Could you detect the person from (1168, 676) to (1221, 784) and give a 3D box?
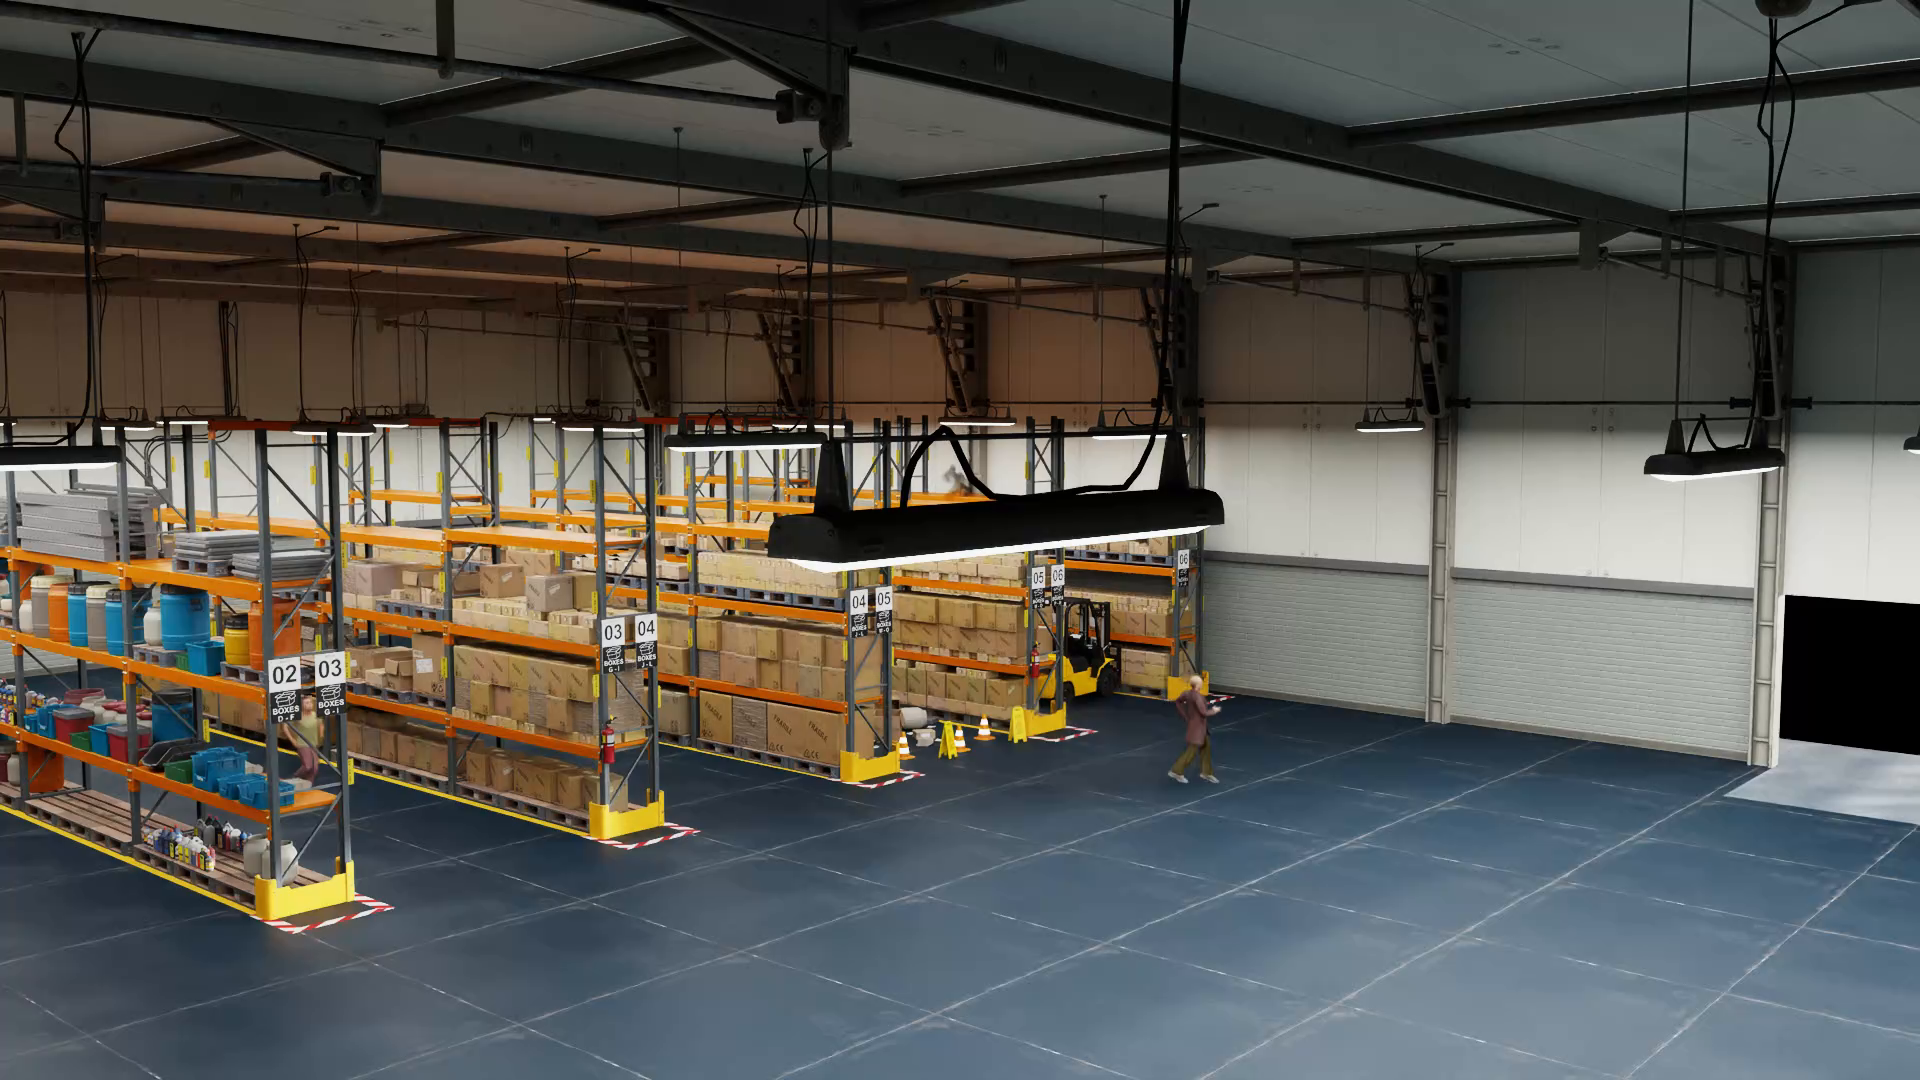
[{"bbox_3d":[3.895,3.150,27.417,0.888,1.832,0.677,0,5,-6],"label":"person"}]

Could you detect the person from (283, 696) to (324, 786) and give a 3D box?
[{"bbox_3d":[-10.411,3.305,26.557,0.514,1.638,0.624,4,6,40],"label":"person"}]
